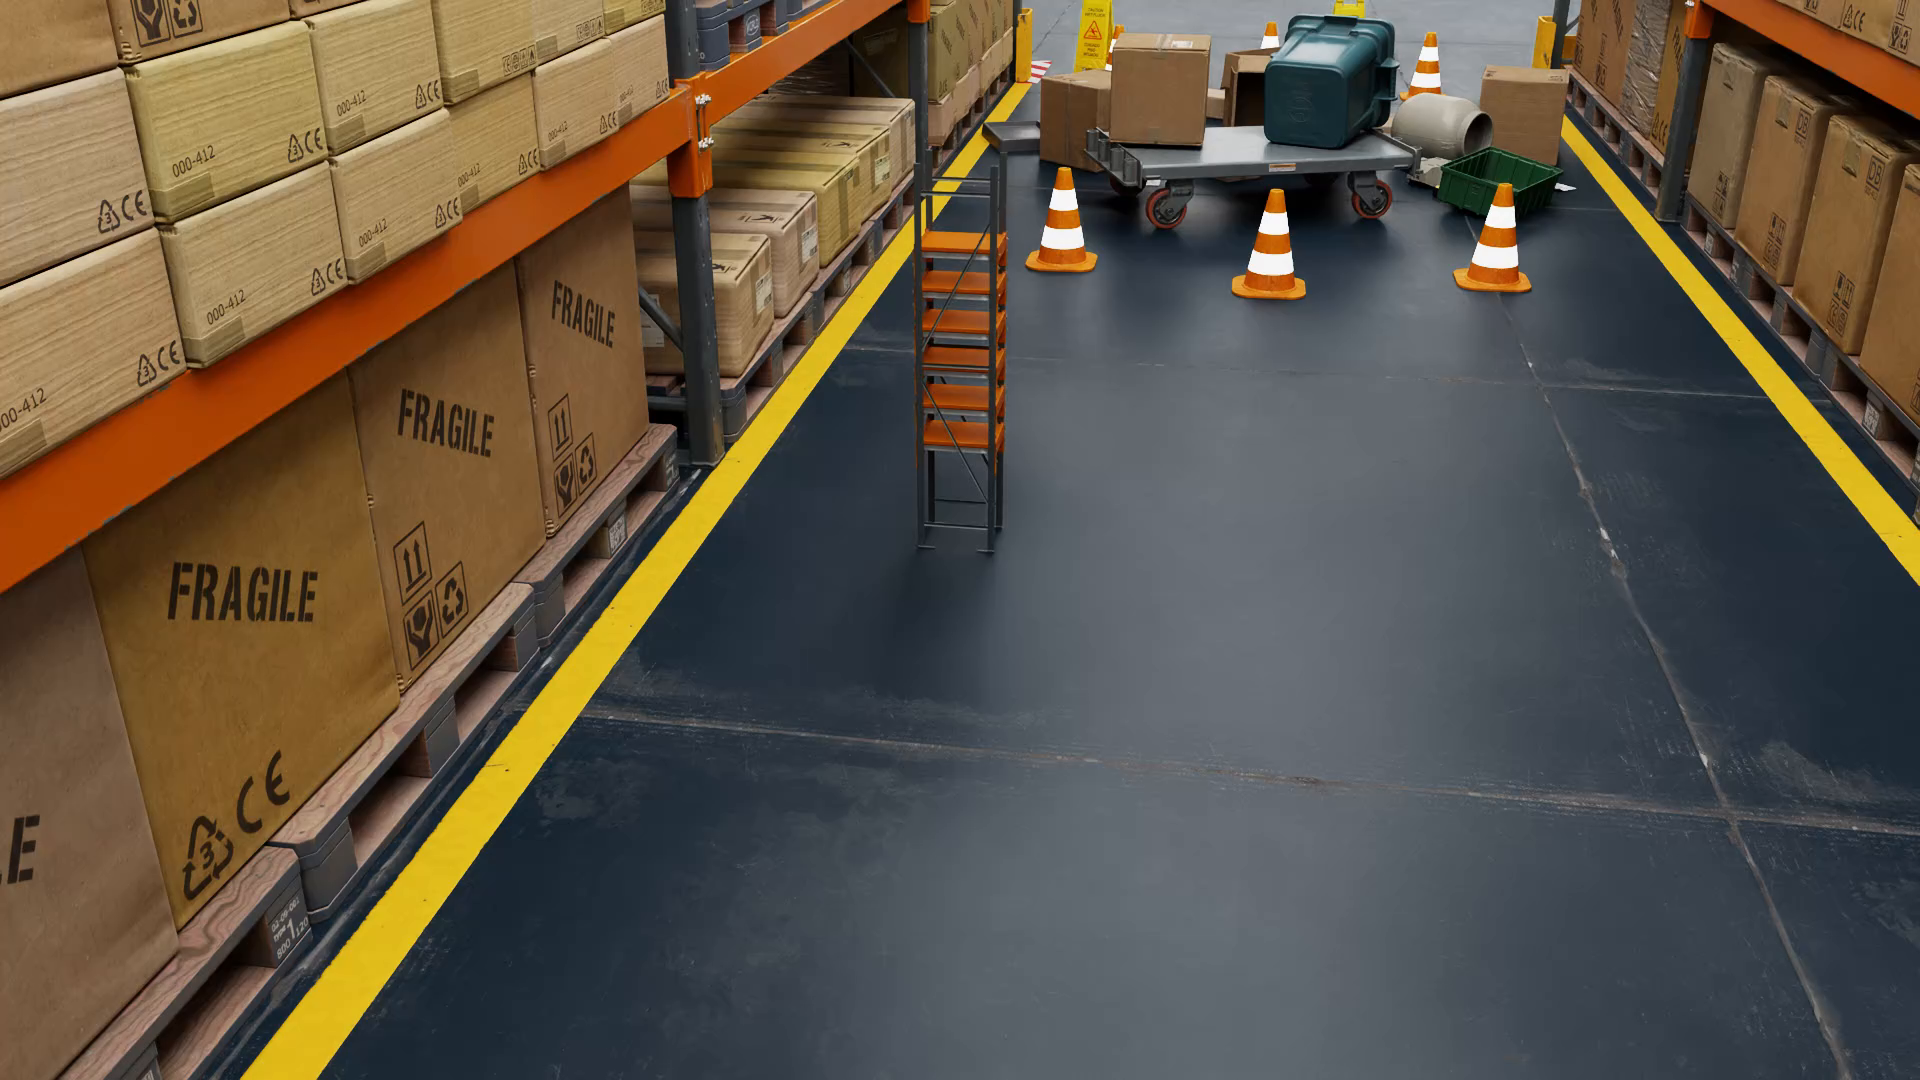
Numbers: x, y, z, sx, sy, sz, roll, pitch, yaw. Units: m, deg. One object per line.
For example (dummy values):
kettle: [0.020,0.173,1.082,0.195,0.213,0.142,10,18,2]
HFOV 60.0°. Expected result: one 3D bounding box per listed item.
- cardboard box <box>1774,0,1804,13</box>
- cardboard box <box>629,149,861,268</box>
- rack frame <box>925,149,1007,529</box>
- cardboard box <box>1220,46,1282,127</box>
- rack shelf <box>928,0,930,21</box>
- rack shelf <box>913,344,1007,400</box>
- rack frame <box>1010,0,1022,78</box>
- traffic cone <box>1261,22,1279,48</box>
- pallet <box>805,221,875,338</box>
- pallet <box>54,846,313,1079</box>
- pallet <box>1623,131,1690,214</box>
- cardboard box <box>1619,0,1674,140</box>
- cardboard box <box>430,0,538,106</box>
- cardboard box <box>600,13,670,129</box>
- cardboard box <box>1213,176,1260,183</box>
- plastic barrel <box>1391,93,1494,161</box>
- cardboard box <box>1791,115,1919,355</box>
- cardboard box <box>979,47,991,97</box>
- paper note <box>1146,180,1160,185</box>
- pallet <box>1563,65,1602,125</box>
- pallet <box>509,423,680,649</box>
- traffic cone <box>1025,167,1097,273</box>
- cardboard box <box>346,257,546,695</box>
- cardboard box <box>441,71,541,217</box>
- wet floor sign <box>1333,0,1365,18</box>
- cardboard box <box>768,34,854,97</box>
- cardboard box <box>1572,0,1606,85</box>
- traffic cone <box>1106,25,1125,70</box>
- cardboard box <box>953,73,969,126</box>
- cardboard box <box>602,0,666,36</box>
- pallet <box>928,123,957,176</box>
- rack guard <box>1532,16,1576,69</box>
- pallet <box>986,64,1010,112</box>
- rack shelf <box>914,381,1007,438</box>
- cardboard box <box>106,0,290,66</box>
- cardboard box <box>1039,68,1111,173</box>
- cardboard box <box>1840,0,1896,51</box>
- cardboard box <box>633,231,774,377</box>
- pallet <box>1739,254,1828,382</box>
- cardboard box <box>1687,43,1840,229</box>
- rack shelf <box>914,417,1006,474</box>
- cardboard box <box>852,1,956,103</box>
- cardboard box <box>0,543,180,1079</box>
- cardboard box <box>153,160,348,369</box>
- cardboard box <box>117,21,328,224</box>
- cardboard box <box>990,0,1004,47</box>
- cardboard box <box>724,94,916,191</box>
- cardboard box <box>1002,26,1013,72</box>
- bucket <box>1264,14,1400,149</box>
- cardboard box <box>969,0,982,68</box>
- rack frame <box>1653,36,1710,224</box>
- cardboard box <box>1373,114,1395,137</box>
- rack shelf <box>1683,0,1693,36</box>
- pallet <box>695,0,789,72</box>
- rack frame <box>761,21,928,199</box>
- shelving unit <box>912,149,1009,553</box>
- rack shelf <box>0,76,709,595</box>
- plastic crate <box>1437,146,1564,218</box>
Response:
cardboard box: [3.703,-2.459,6.848,0.500,0.500,0.500,4,25,8]
cardboard box: [-0.989,-1.525,7.573,0.950,0.372,0.625,5,26,10]
rack frame: [0.017,-0.588,5.090,0.240,1.200,0.006,4,25,9]
cardboard box: [2.185,-2.968,10.998,0.797,0.503,0.637,-14,29,-27]
rack shelf: [-0.353,-3.847,10.778,1.077,0.370,4.000,4,25,9]
rack shelf: [0.002,-0.509,5.027,0.258,0.103,0.180,4,25,9]
rack frame: [-0.026,-5.009,12.413,1.000,3.000,0.127,4,25,9]
traffic cone: [2.327,-3.656,12.515,0.336,0.463,0.334,4,25,9]
pallet: [-1.002,-1.236,7.641,1.003,0.211,1.213,4,25,9]
pallet: [-1.935,0.945,2.982,1.003,0.211,1.213,4,25,9]
pallet: [4.422,-2.085,9.455,1.003,0.211,1.213,4,25,9]
cardboard box: [4.536,-2.899,9.915,0.875,0.875,0.875,4,25,9]
cardboard box: [-1.305,-1.171,3.801,0.500,0.250,0.500,3,25,7]
cardboard box: [-1.160,-1.366,4.806,0.500,0.250,0.500,3,25,7]
cardboard box: [1.571,-2.290,9.829,0.258,0.266,0.396,-14,29,-27]
plastic barrel: [2.892,-2.449,9.983,0.421,0.421,0.512,-20,32,-36]
cardboard box: [3.895,-1.148,6.323,1.050,0.750,0.750,4,25,9]
cardboard box: [-0.065,-3.162,11.215,0.500,0.250,0.500,3,25,7]
paper note: [1.090,-2.095,9.689,0.148,0.019,0.142,4,25,9]
pallet: [4.821,-3.105,11.636,1.003,0.211,1.213,4,25,9]
pallet: [-1.537,-0.076,5.163,1.003,0.211,1.213,4,25,9]
traffic cone: [0.499,-1.571,8.061,0.336,0.463,0.334,4,25,9]
cardboard box: [-1.678,-0.235,4.225,0.875,0.875,0.875,4,25,9]
cardboard box: [-1.326,-0.941,3.900,0.500,0.250,0.500,4,25,8]
wet floor sign: [2.925,-3.791,12.589,0.267,0.644,0.232,0,25,-1]
cardboard box: [-0.848,-2.887,9.742,0.500,0.500,0.500,4,25,8]
cardboard box: [4.828,-3.648,11.516,0.875,0.875,0.875,4,25,9]
traffic cone: [1.177,-3.591,12.376,0.336,0.463,0.334,4,25,9]
cardboard box: [-0.241,-2.733,10.299,0.500,0.250,0.500,5,26,11]
cardboard box: [-1.162,-1.601,4.720,0.500,0.250,0.500,4,25,8]
pallet: [-0.605,-2.356,10.035,1.003,0.211,1.213,4,25,9]
rack guard: [4.878,-3.586,12.322,1.175,0.500,0.348,4,25,9]
pallet: [-0.206,-3.377,12.216,1.003,0.211,1.213,4,25,9]
rack shelf: [0.002,-0.401,5.078,0.258,0.103,0.180,4,25,9]
cardboard box: [-1.491,-1.077,2.715,0.500,0.500,0.500,3,25,7]
cardboard box: [0.838,-2.559,10.124,0.500,0.500,0.500,-20,32,-36]
cardboard box: [3.540,-2.032,5.936,0.500,0.500,0.500,4,25,8]
cardboard box: [-1.231,-0.899,6.236,0.950,0.372,0.625,2,25,5]
pallet: [3.972,-0.933,6.994,1.003,0.211,1.213,4,25,9]
cardboard box: [4.208,-1.941,8.016,1.050,0.750,0.750,4,25,8]
rack shelf: [0.002,-0.292,5.129,0.258,0.103,0.180,4,25,9]
cardboard box: [-0.317,-2.849,9.661,0.500,0.500,0.500,5,26,11]
cardboard box: [-1.965,0.517,2.618,0.875,0.875,0.875,5,26,10]
cardboard box: [-1.472,-0.518,2.995,0.500,0.250,0.500,4,25,8]
cardboard box: [-1.471,-0.742,2.885,0.500,0.250,0.500,4,25,9]
cardboard box: [0.019,-3.722,11.527,0.500,0.500,0.500,5,26,10]
cardboard box: [-0.763,-2.117,8.838,0.950,0.372,0.625,4,25,9]
cardboard box: [0.104,-3.587,12.123,0.500,0.250,0.500,4,25,8]
bucket: [1.968,-2.458,9.031,0.726,0.611,0.620,13,38,26]
cardboard box: [-0.155,-3.290,10.604,0.500,0.500,0.500,5,26,11]
rack frame: [4.220,-3.035,8.196,1.000,3.000,0.127,4,25,9]
cardboard box: [2.684,-2.644,10.585,0.396,0.266,0.258,8,26,18]
rack shelf: [4.547,-3.546,10.136,1.077,0.370,4.000,4,25,9]
pallet: [-1.322,-1.882,5.958,1.213,0.211,1.003,4,25,9]
rack frame: [-0.680,-3.336,8.839,1.000,3.000,0.127,4,25,9]
shelving unit: [0.002,-0.549,5.009,0.258,1.200,0.189,4,25,9]
rack shelf: [-1.660,-0.501,3.630,1.077,0.370,4.000,4,25,9]
plastic crate: [2.956,-1.951,9.130,0.450,0.188,0.662,29,36,30]
